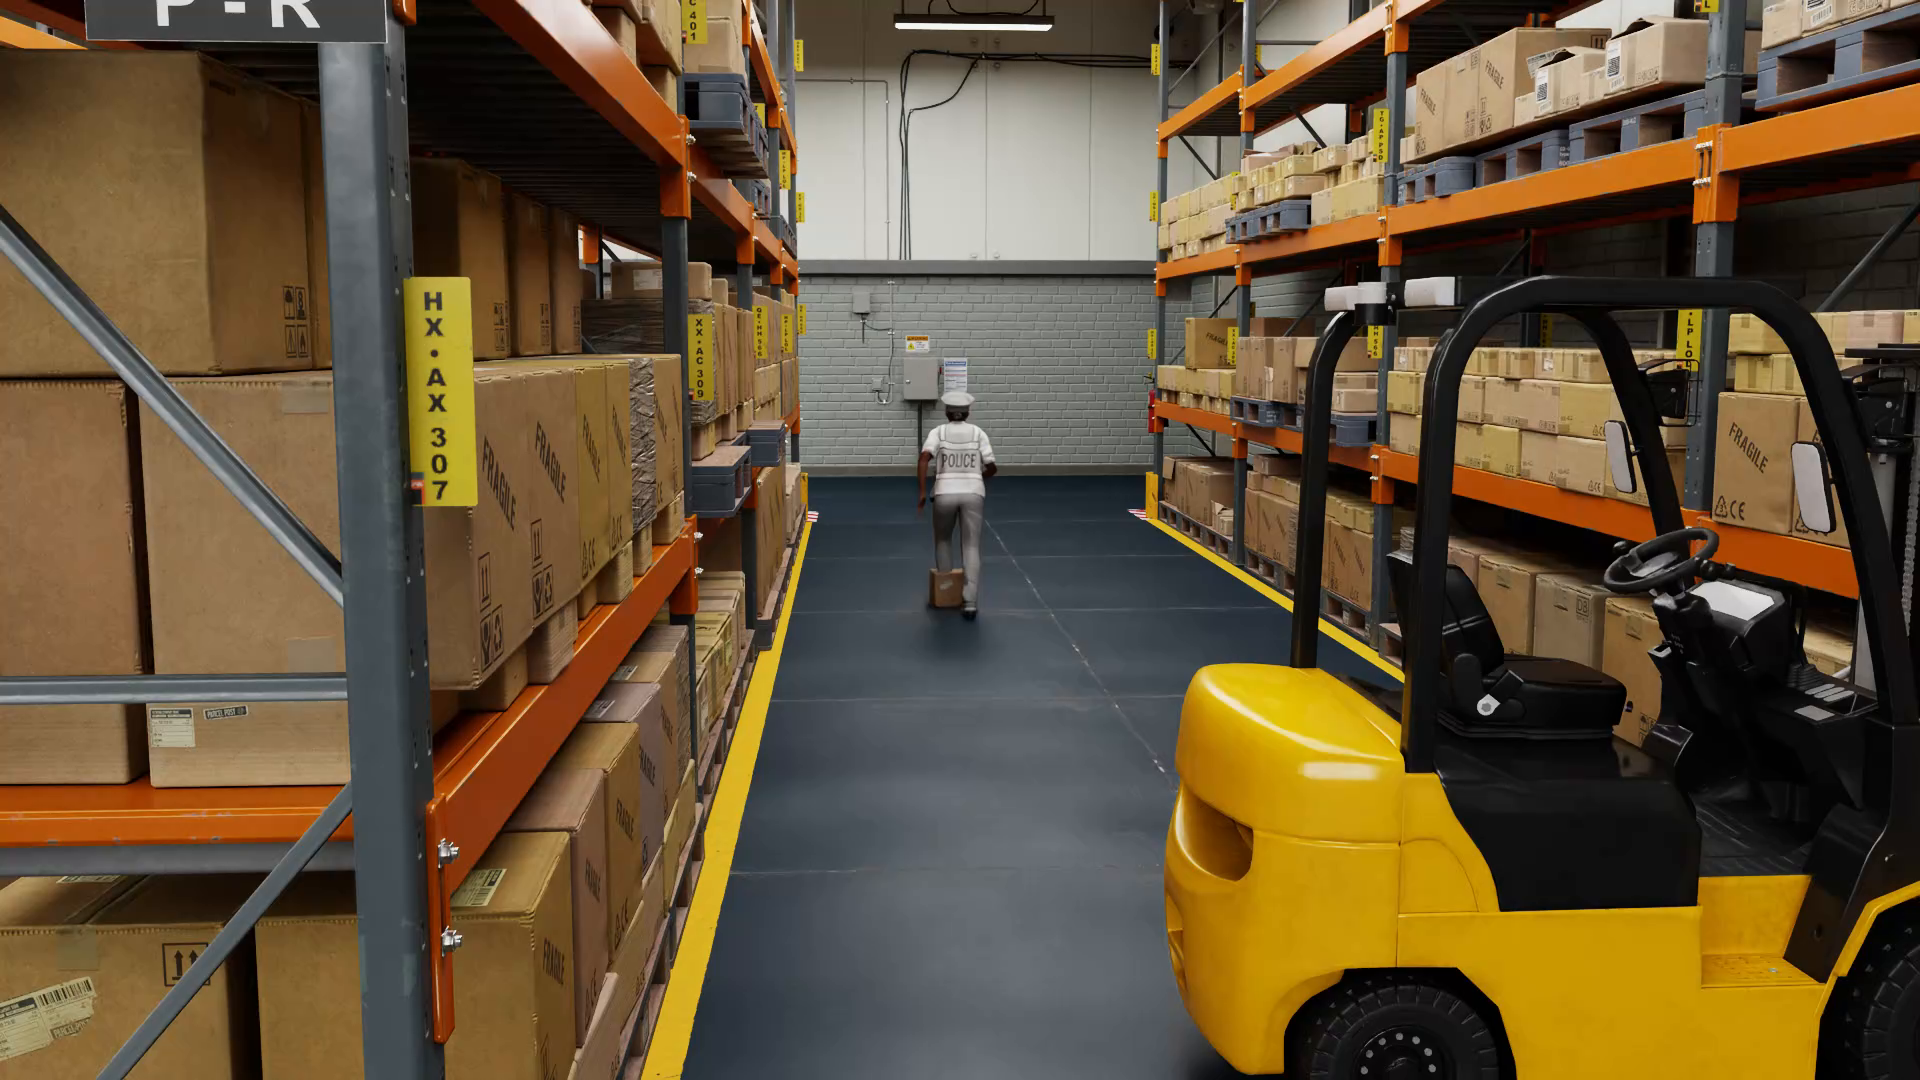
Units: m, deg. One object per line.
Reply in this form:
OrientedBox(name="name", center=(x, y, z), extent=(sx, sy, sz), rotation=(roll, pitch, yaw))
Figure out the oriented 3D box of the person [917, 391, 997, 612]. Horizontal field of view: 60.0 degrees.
OrientedBox(name="person", center=(-0.017, -0.292, 12.288), extent=(0.580, 1.600, 0.900), rotation=(0, 7, 4))
